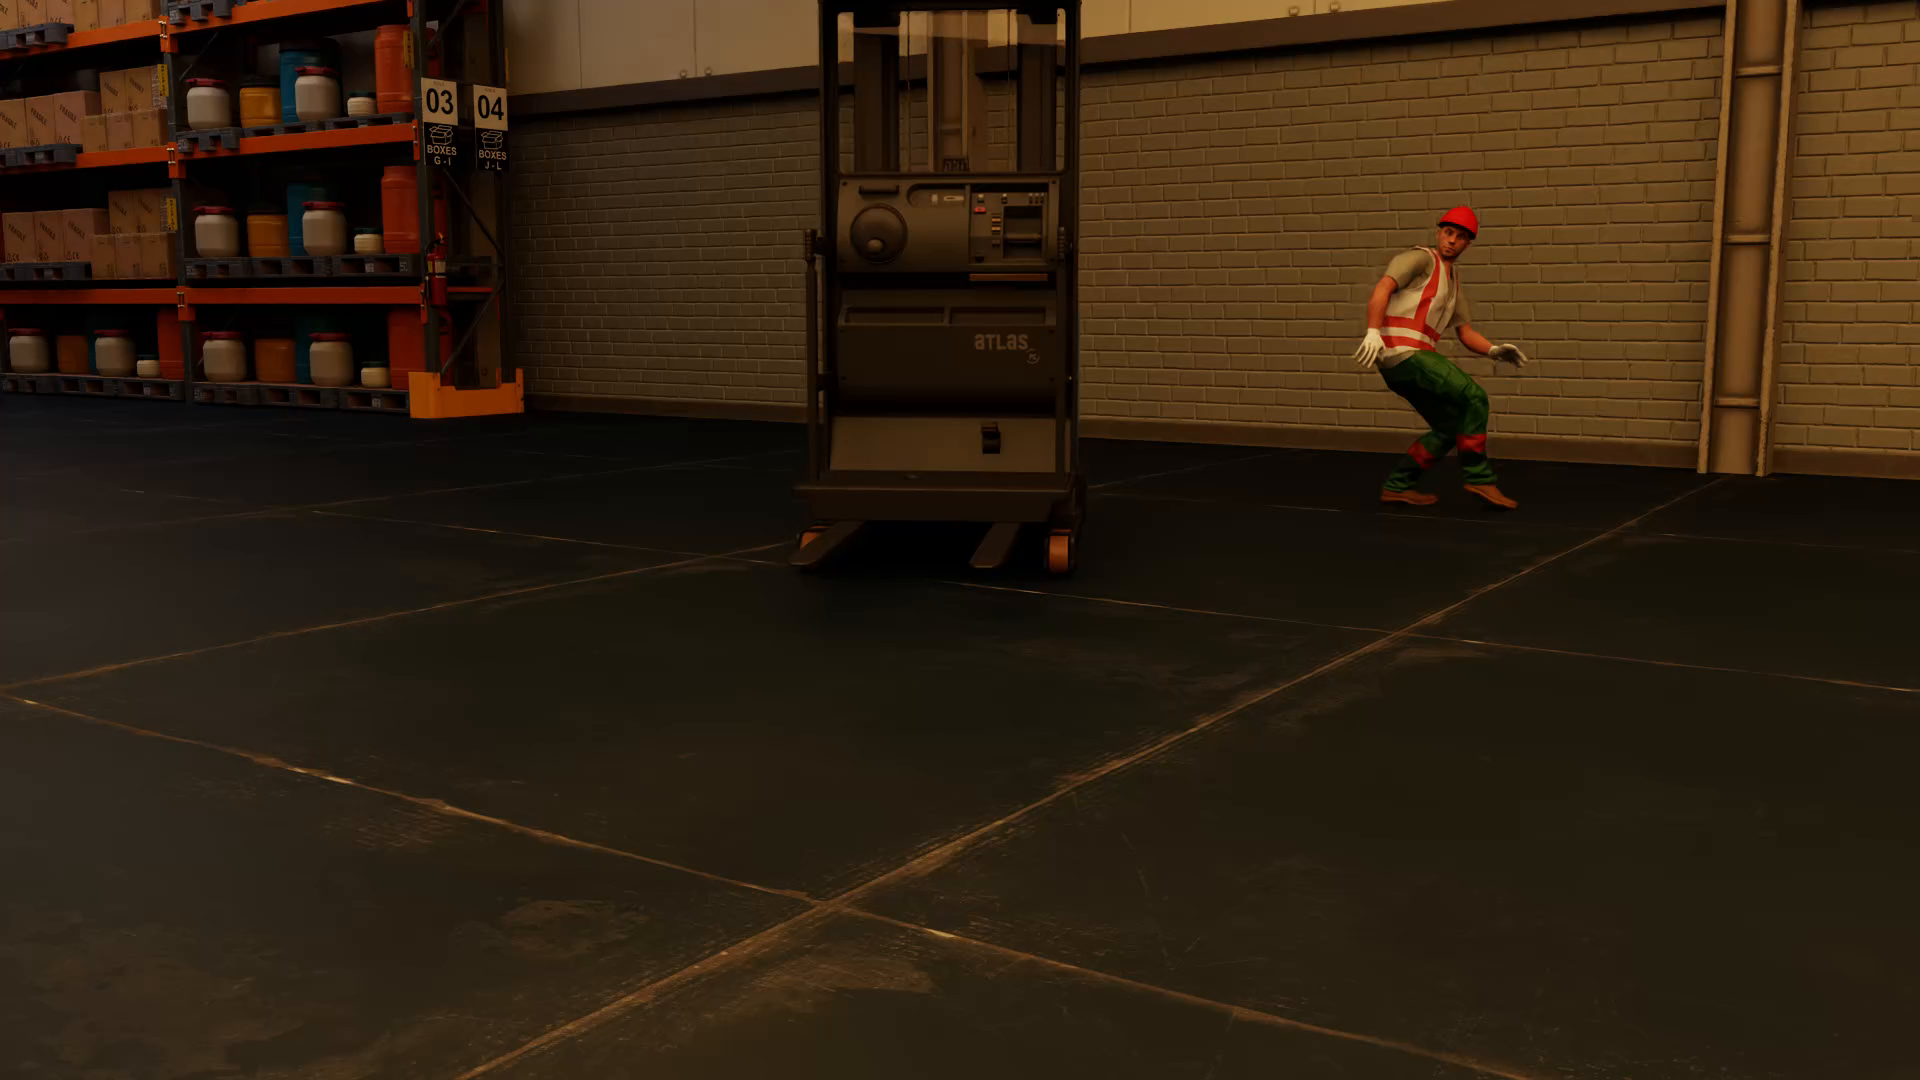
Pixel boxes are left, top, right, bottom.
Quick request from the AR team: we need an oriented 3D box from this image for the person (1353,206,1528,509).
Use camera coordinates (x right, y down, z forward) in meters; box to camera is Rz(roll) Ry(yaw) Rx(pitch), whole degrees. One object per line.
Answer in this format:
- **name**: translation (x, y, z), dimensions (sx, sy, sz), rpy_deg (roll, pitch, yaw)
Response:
- **person**: translation (2.527, -0.942, 8.685), dimensions (0.810, 1.587, 0.779), rpy_deg (4, 9, 24)

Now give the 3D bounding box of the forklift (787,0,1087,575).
- **forklift**: translation (-0.069, -1.359, 6.747), dimensions (1.130, 2.935, 3.031), rpy_deg (1, 8, 6)
